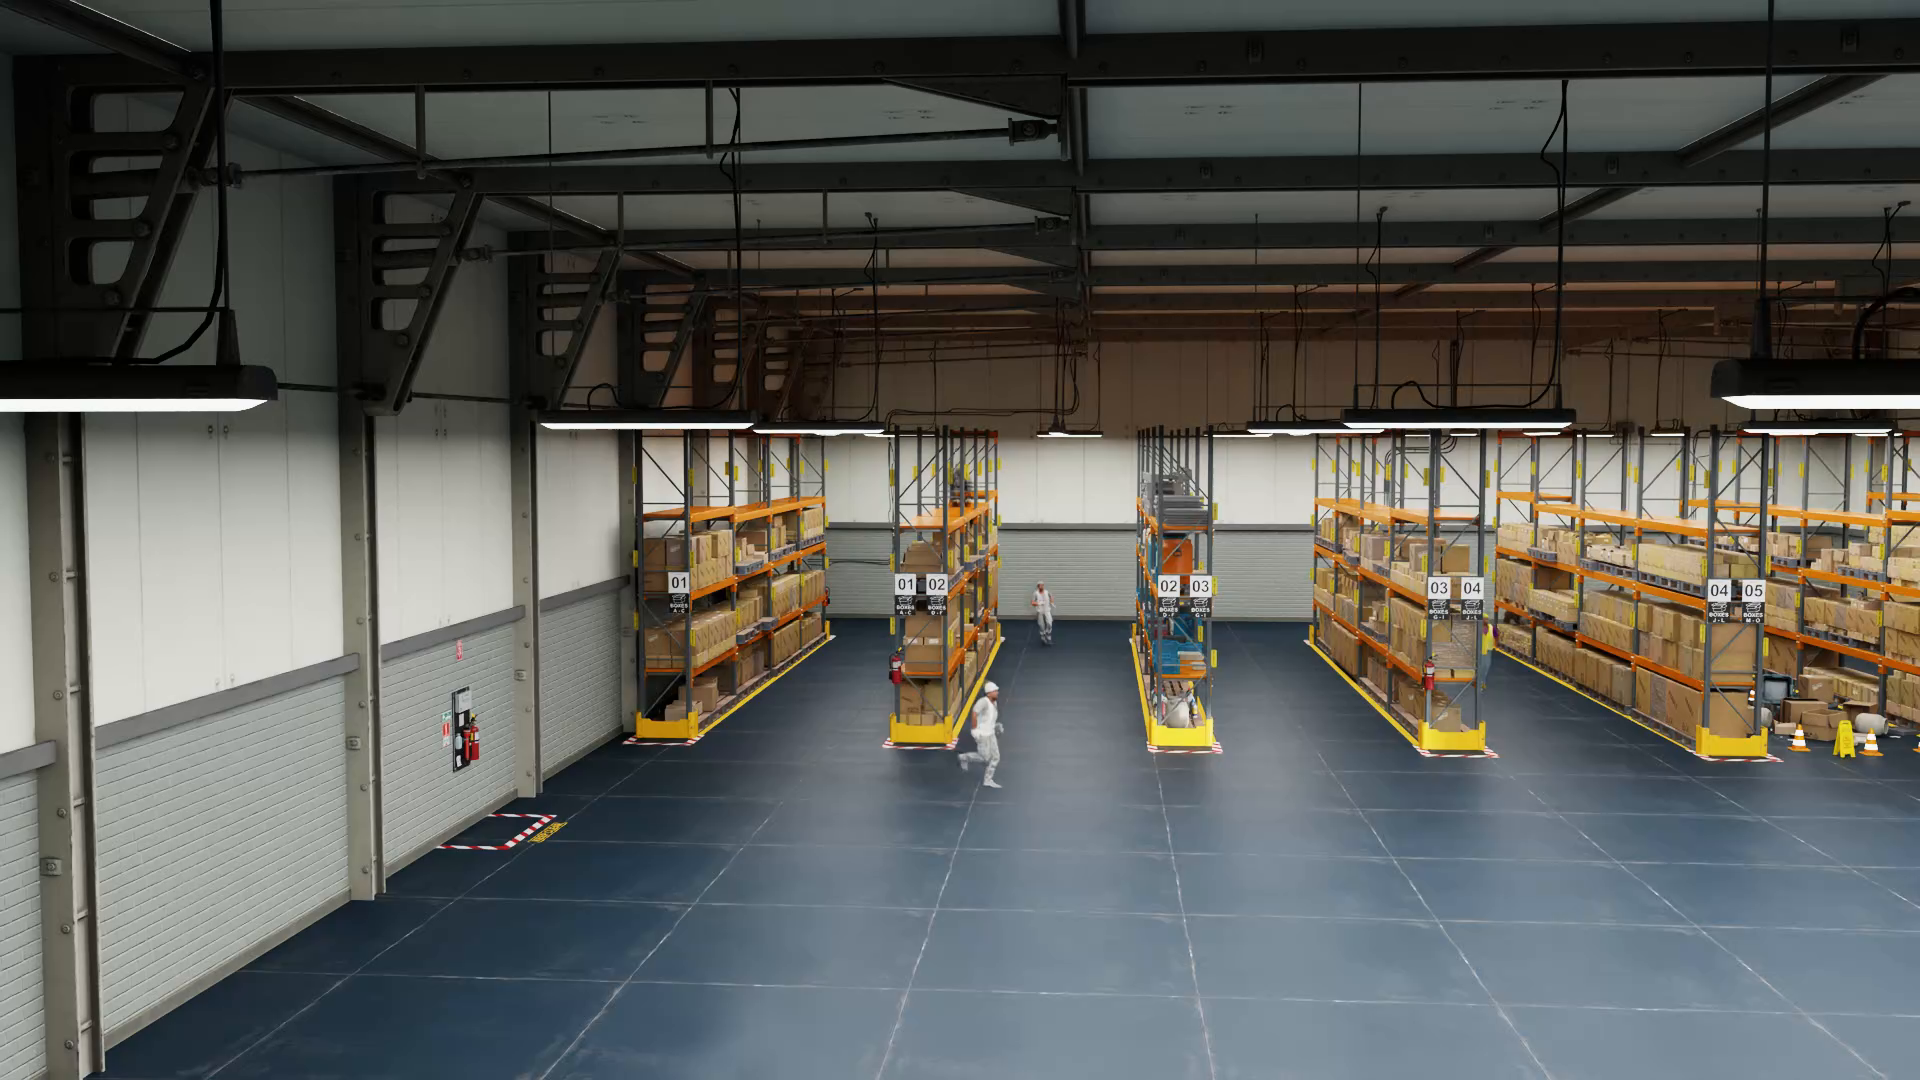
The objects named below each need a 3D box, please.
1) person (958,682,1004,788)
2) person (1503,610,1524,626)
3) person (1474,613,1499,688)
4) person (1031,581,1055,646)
[{"bbox_3d":[0.344,3.220,27.556,0.753,1.746,0.710,2,4,26],"label":"person"},{"bbox_3d":[15.777,1.997,47.424,0.982,1.797,0.765,2,4,30],"label":"person"},{"bbox_3d":[12.131,2.553,38.488,0.690,1.734,0.631,0,3,1],"label":"person"},{"bbox_3d":[2.321,2.058,46.525,0.700,1.828,0.662,0,3,-3],"label":"person"}]
